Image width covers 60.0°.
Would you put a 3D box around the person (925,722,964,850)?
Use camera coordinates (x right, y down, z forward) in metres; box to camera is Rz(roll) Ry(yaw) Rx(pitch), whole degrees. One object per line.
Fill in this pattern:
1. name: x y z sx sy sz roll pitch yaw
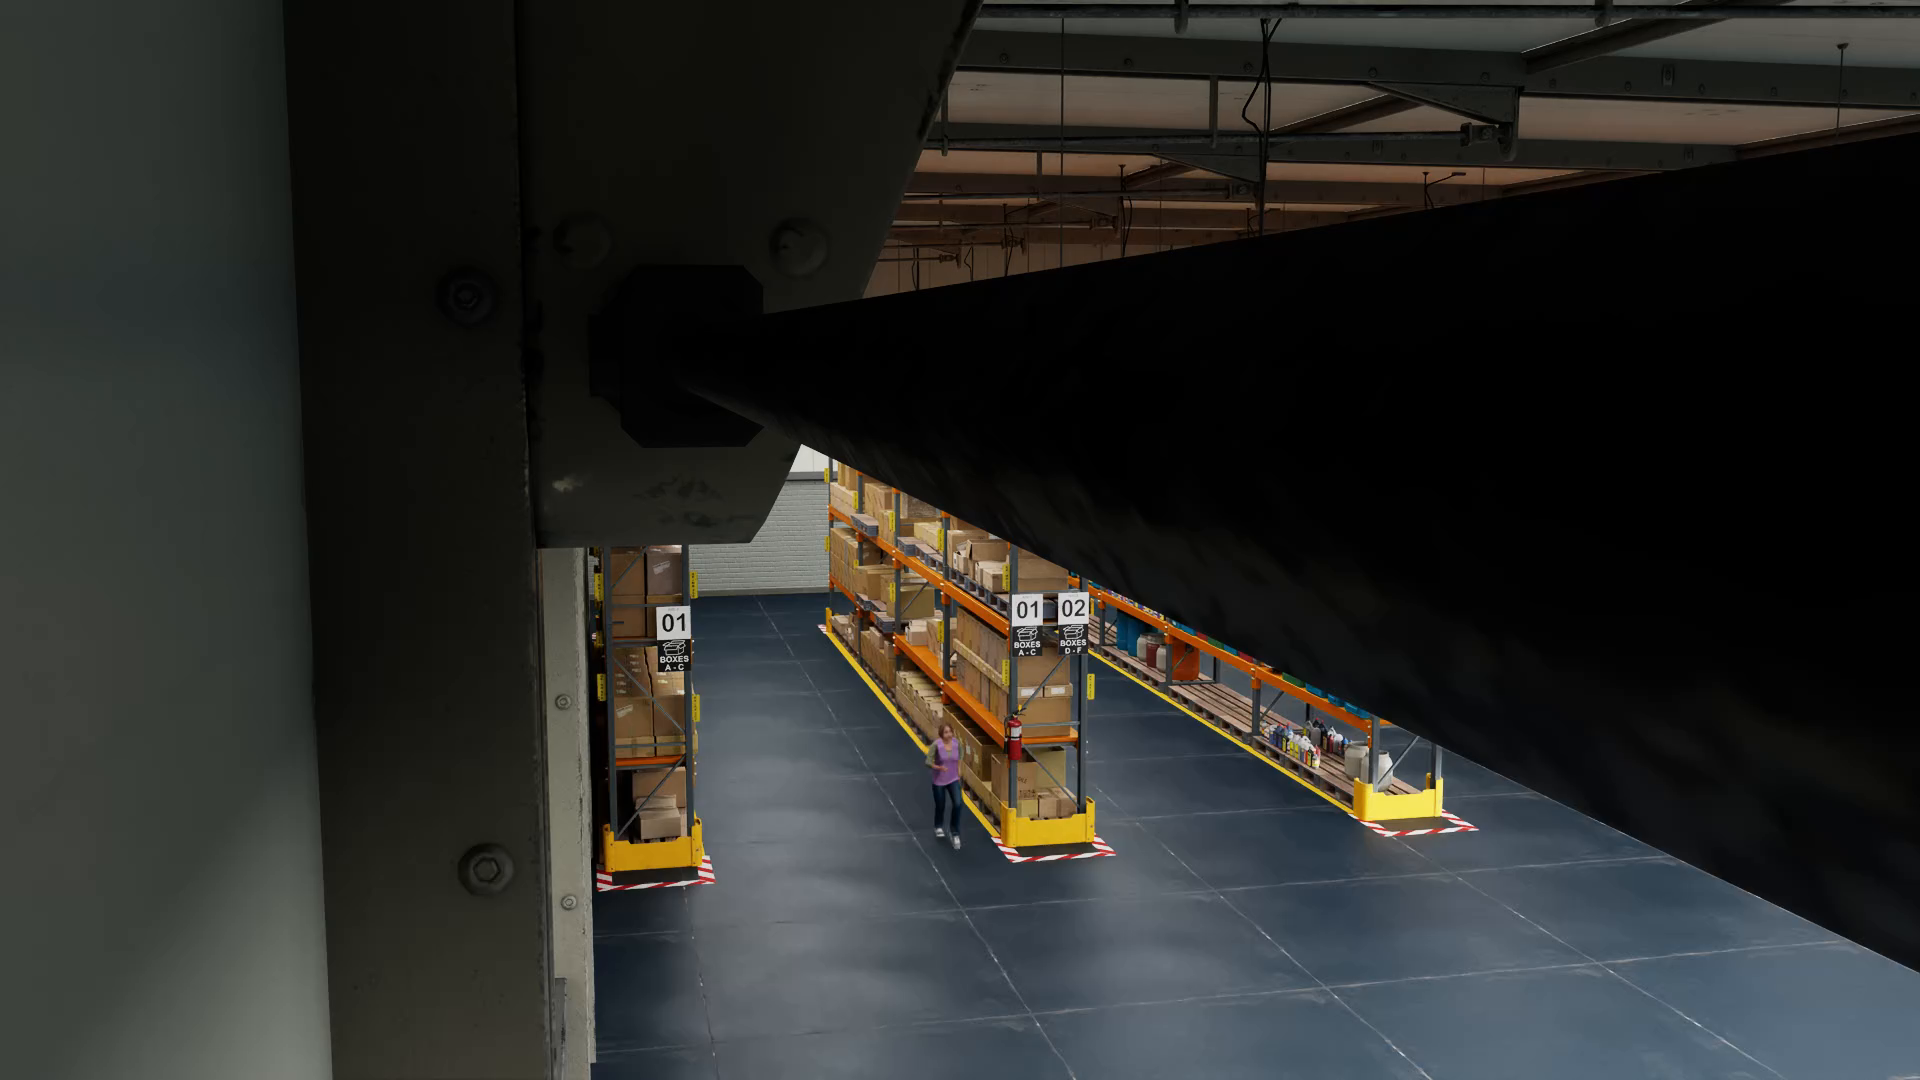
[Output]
1. person: -0.181 3.070 20.957 0.560 1.613 0.740 -2 7 -15
